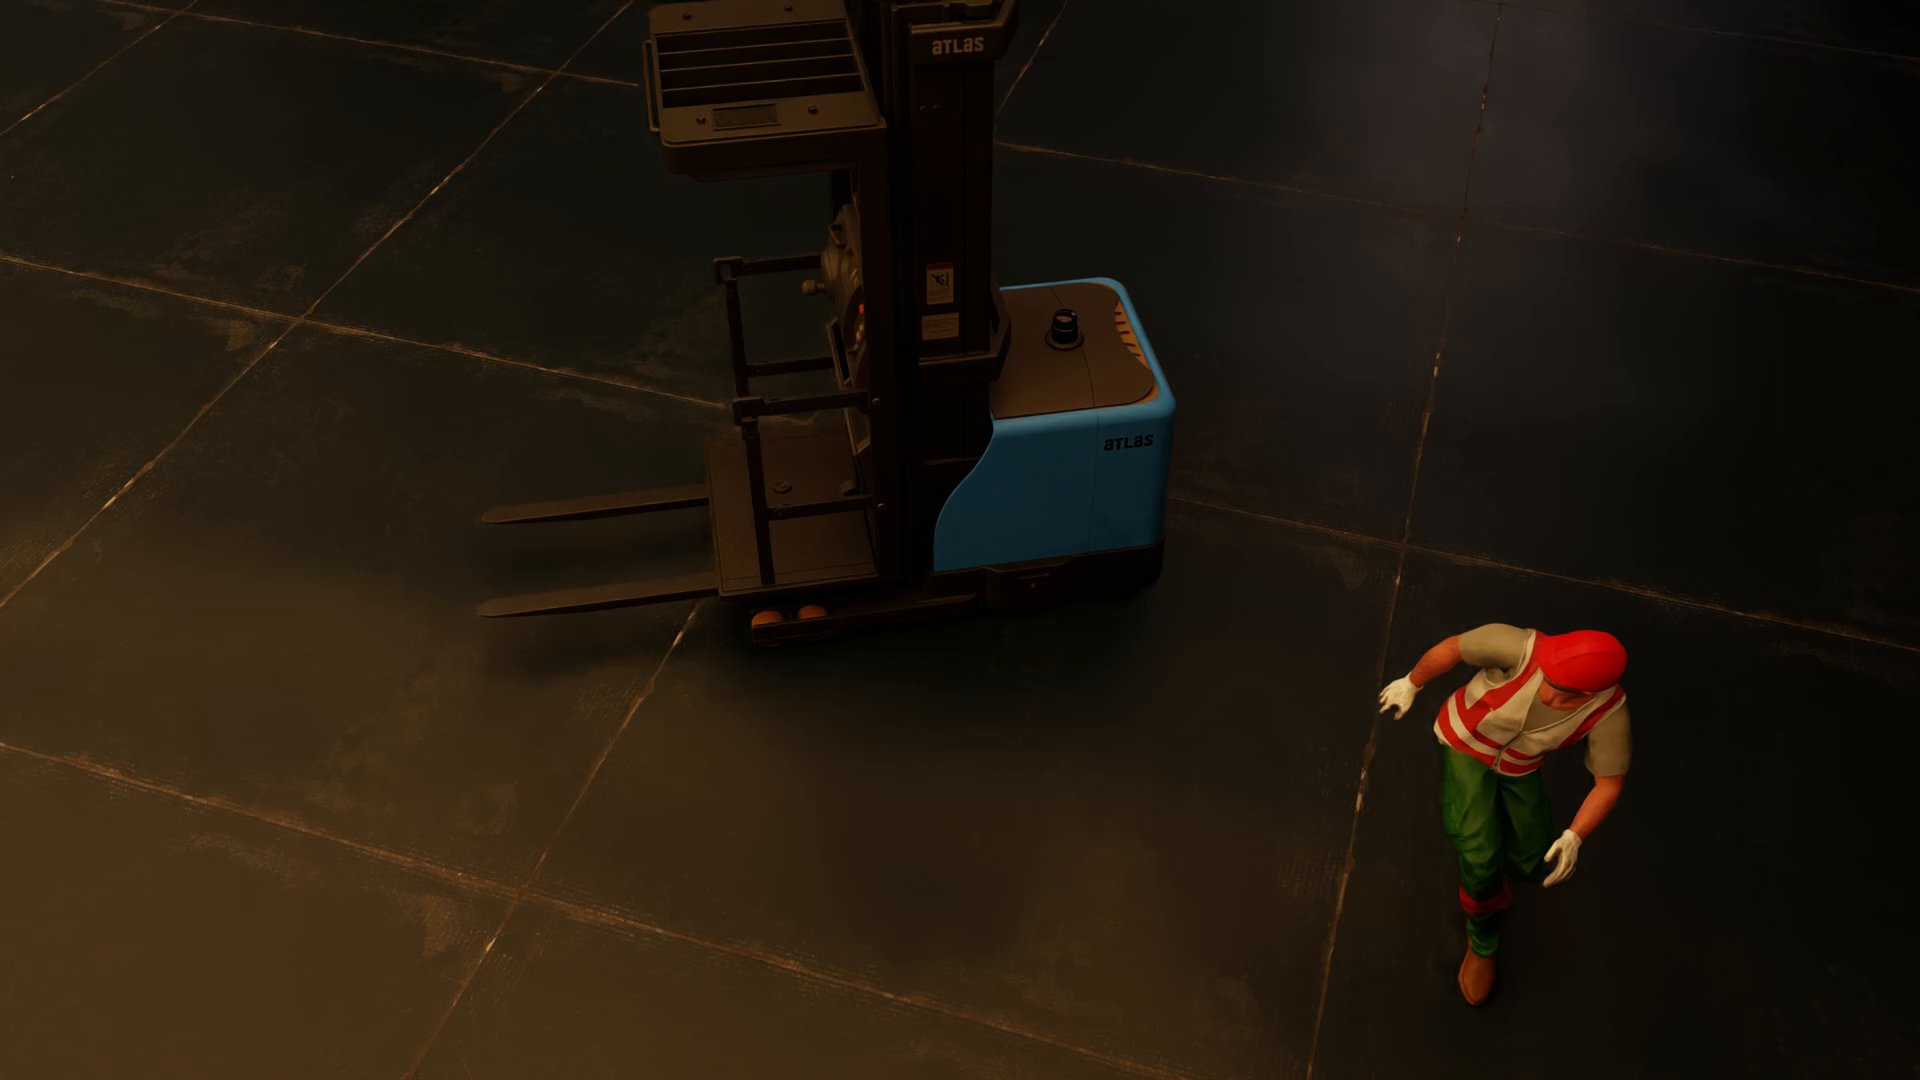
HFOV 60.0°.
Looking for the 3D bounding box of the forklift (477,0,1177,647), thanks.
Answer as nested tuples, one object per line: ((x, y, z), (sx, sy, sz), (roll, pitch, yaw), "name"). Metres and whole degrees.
((-0.650, -0.993, 6.756), (3.031, 2.935, 1.130), (-7, 43, -8), "forklift")

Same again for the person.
((1.864, 0.850, 5.780), (0.779, 1.587, 0.810), (6, 43, 6), "person")
